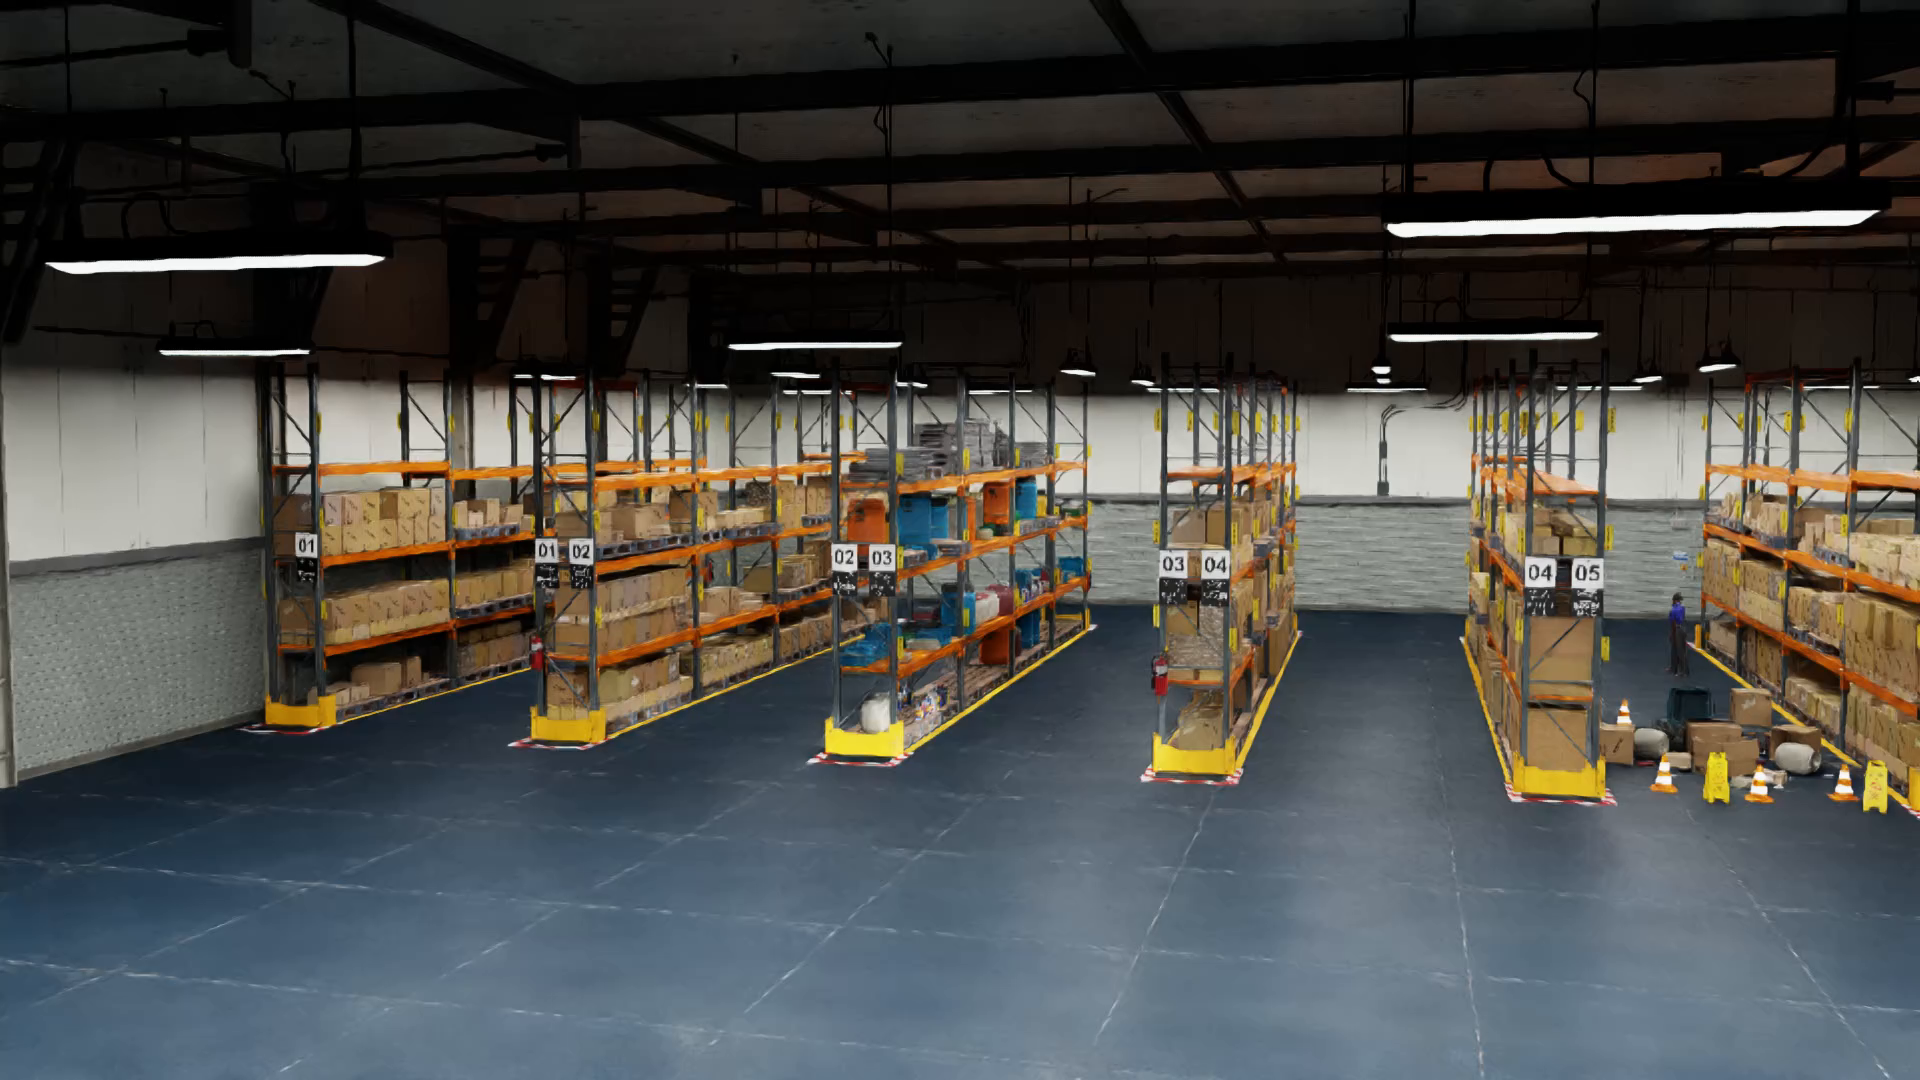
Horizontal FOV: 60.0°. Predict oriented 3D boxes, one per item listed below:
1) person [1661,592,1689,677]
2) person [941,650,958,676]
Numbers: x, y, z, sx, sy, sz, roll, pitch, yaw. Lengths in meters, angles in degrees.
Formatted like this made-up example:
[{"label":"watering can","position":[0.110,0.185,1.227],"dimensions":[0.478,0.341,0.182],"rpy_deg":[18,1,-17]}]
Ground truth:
[{"label":"person","position":[14.173,1.848,32.910],"dimensions":[0.566,1.650,0.593],"rpy_deg":[3,5,33]},{"label":"person","position":[-0.179,1.761,31.932],"dimensions":[0.405,1.665,0.564],"rpy_deg":[-1,4,-11]}]
